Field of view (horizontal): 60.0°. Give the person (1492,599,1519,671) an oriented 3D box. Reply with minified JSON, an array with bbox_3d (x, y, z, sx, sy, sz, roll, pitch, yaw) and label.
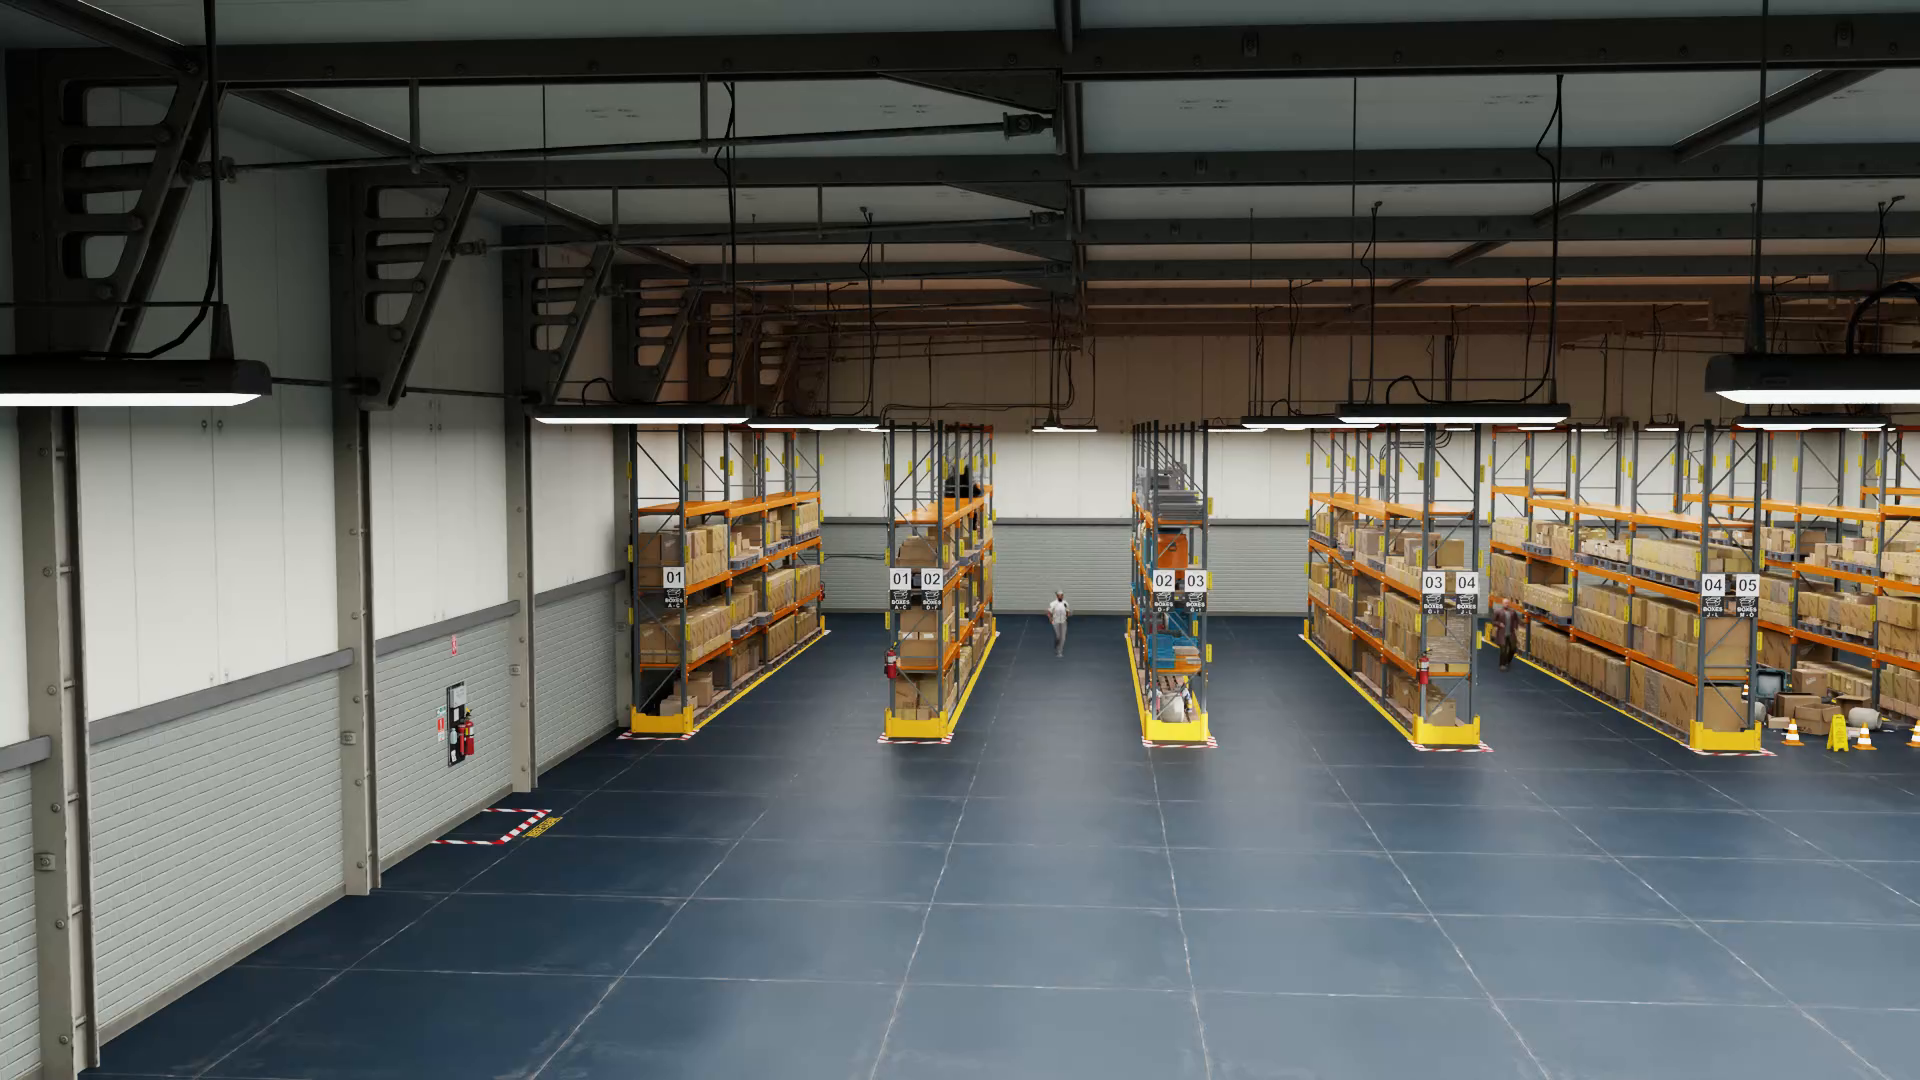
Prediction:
[{"bbox_3d":[13.215,2.303,40.177,0.686,1.752,0.690,0,4,3],"label":"person"}]

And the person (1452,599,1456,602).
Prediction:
[{"bbox_3d":[13.264,2.164,44.205,0.578,1.524,0.635,0,4,3],"label":"person"}]

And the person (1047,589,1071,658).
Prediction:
[{"bbox_3d":[2.436,2.029,40.639,0.591,1.664,0.515,-1,4,-12],"label":"person"}]
